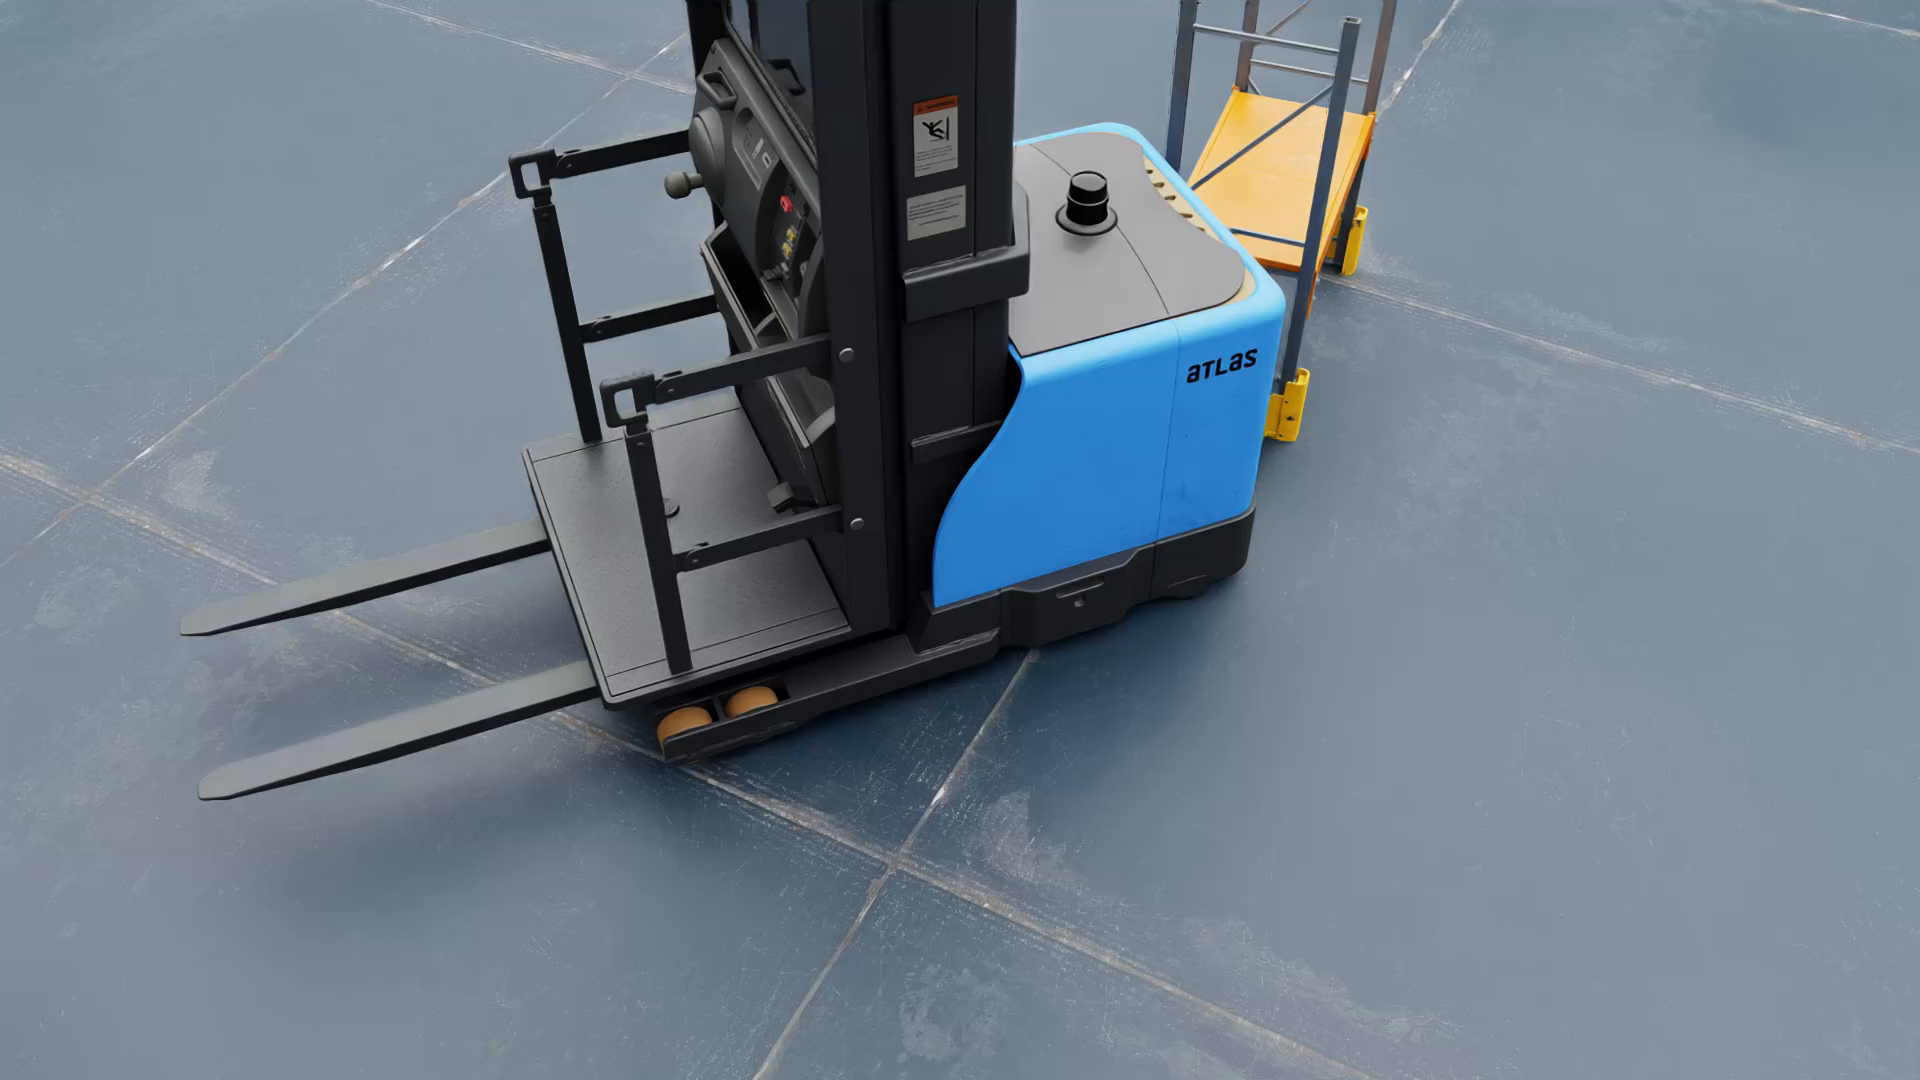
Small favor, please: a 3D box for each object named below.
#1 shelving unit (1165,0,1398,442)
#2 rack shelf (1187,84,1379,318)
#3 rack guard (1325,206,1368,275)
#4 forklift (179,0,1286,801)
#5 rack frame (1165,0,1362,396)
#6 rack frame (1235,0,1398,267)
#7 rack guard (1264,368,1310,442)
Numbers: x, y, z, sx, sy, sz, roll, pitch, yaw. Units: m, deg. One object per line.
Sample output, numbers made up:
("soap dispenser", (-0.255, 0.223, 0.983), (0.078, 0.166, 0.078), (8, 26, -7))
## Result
("shelving unit", (1.036, -1.284, 5.464), (0.587, 1.500, 1.083), (15, 47, 14))
("rack shelf", (1.039, -1.163, 5.598), (0.538, 0.185, 1.000), (15, 47, 14))
("rack guard", (1.211, -1.176, 6.236), (0.587, 0.250, 0.087), (15, 47, 14))
("forklift", (-0.684, -0.835, 4.015), (3.031, 2.935, 1.130), (-16, 48, -16))
("rack frame", (0.860, -0.951, 5.135), (0.500, 1.500, 0.032), (15, 47, 14))
("rack frame", (1.218, -1.628, 5.804), (0.500, 1.500, 0.032), (15, 47, 14))
("rack guard", (0.860, -0.513, 5.581), (0.587, 0.250, 0.087), (15, 47, 14))
